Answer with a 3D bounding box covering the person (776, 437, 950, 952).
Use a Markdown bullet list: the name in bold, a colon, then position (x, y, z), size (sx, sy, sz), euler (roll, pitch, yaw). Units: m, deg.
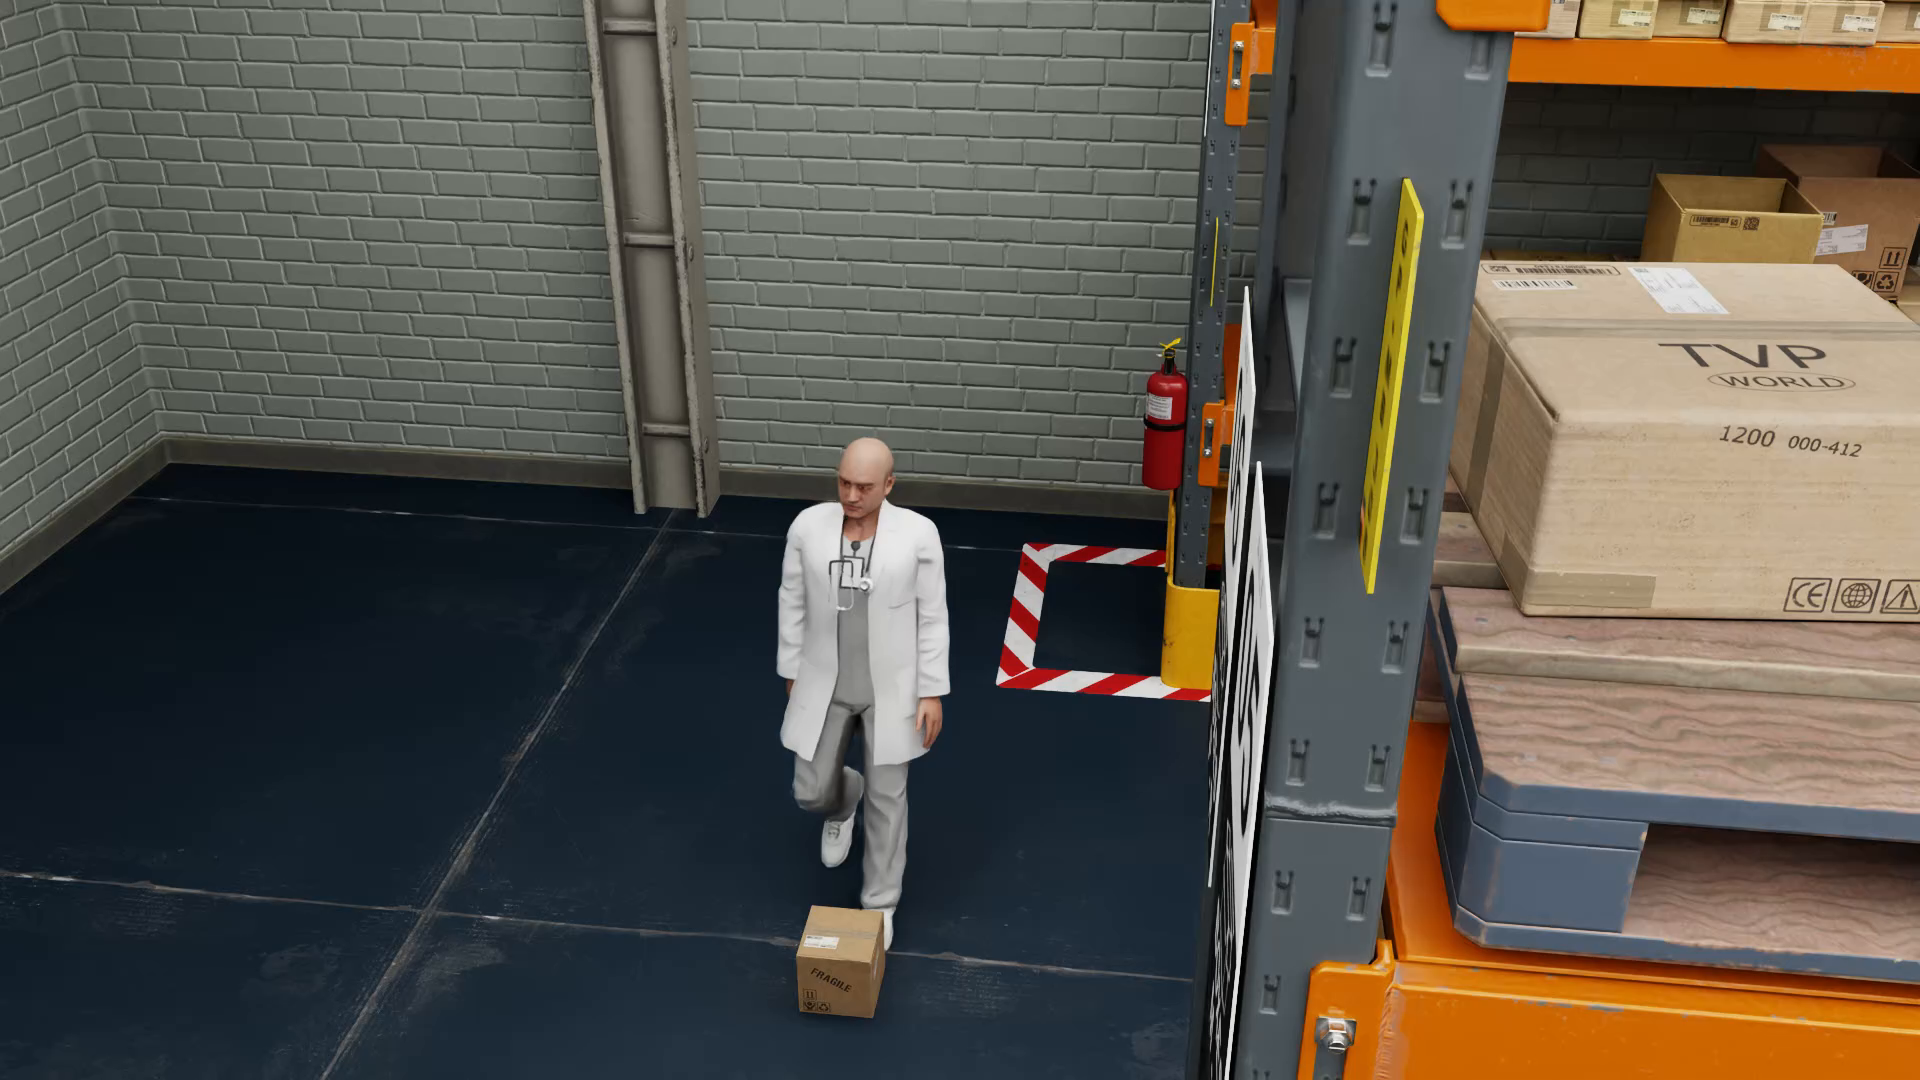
- **person**: position (-0.340, 0.507, 5.657), size (0.603, 1.763, 0.740), euler (3, 28, 6)
